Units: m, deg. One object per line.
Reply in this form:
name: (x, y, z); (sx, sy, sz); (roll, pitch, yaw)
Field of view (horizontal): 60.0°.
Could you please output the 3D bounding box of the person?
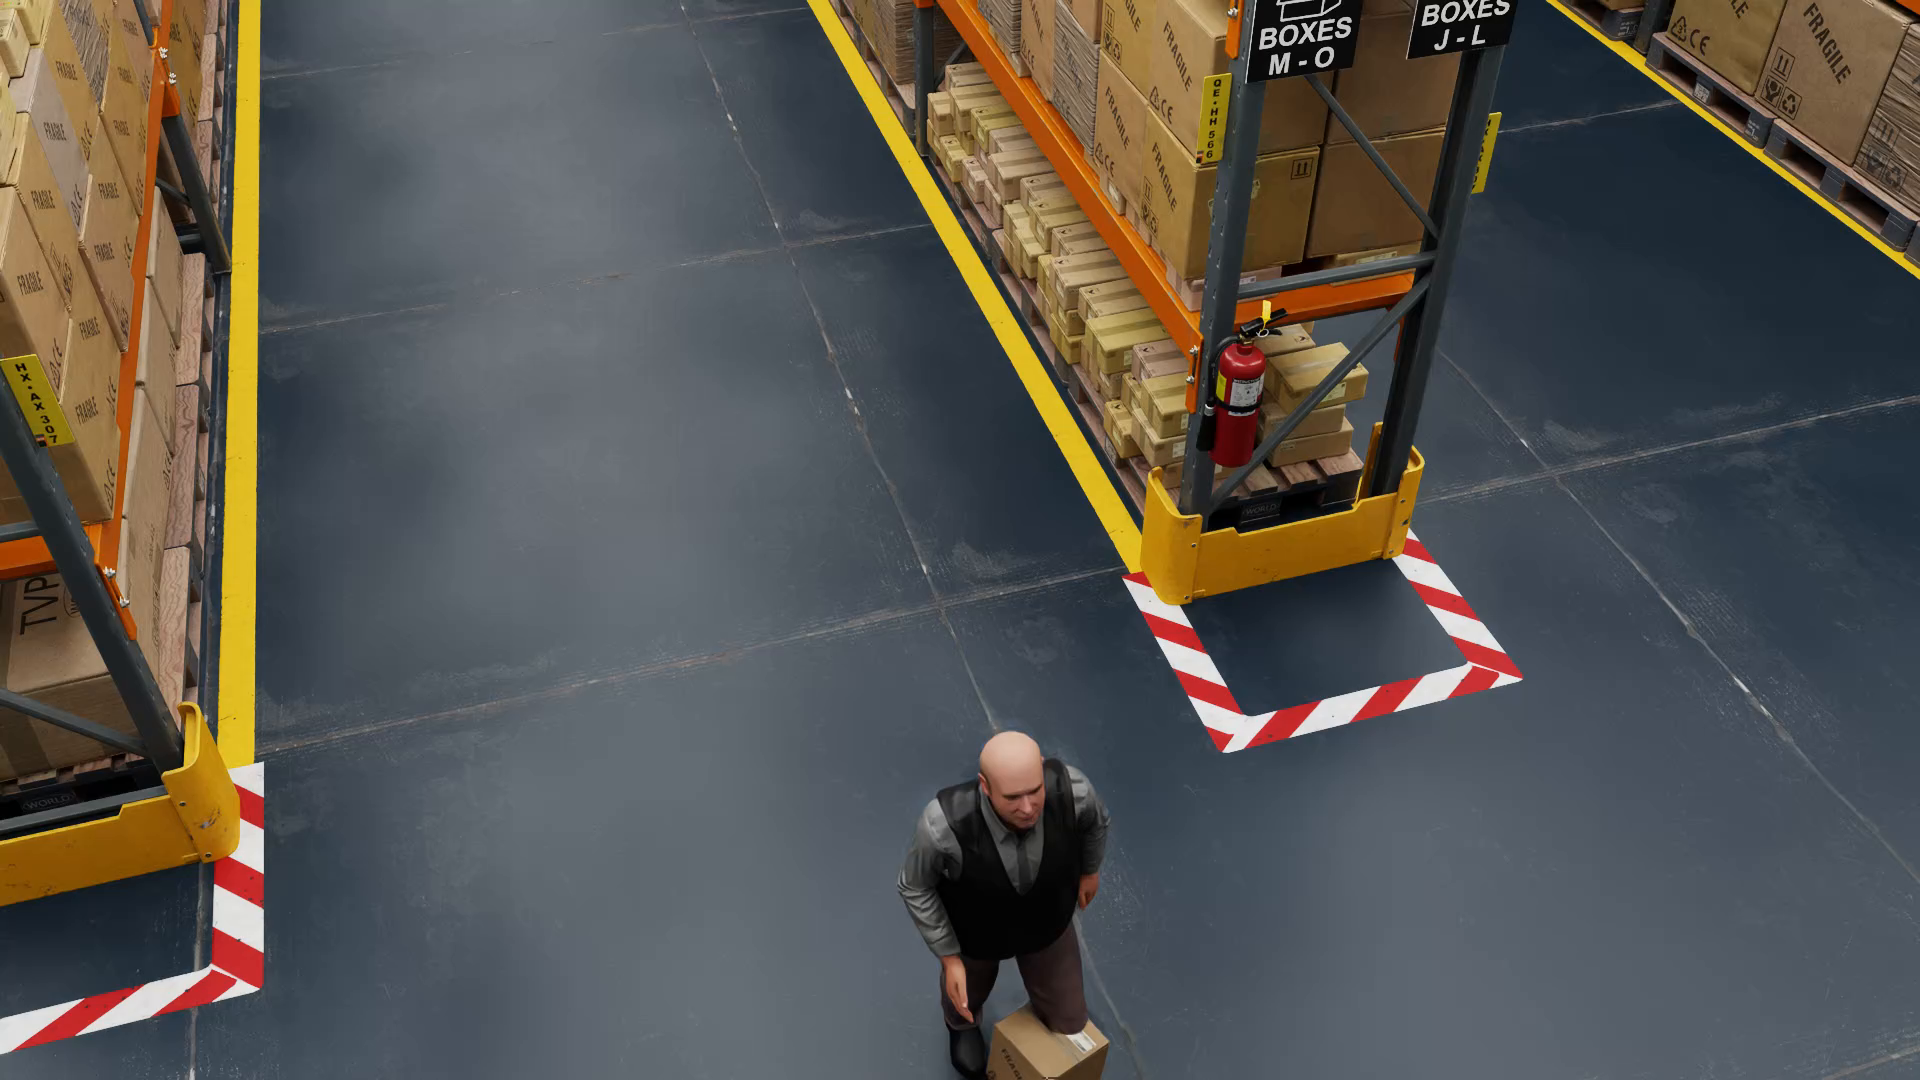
person: (0.143, 1.137, 4.930); (0.658, 1.697, 0.637); (-10, 43, -10)
